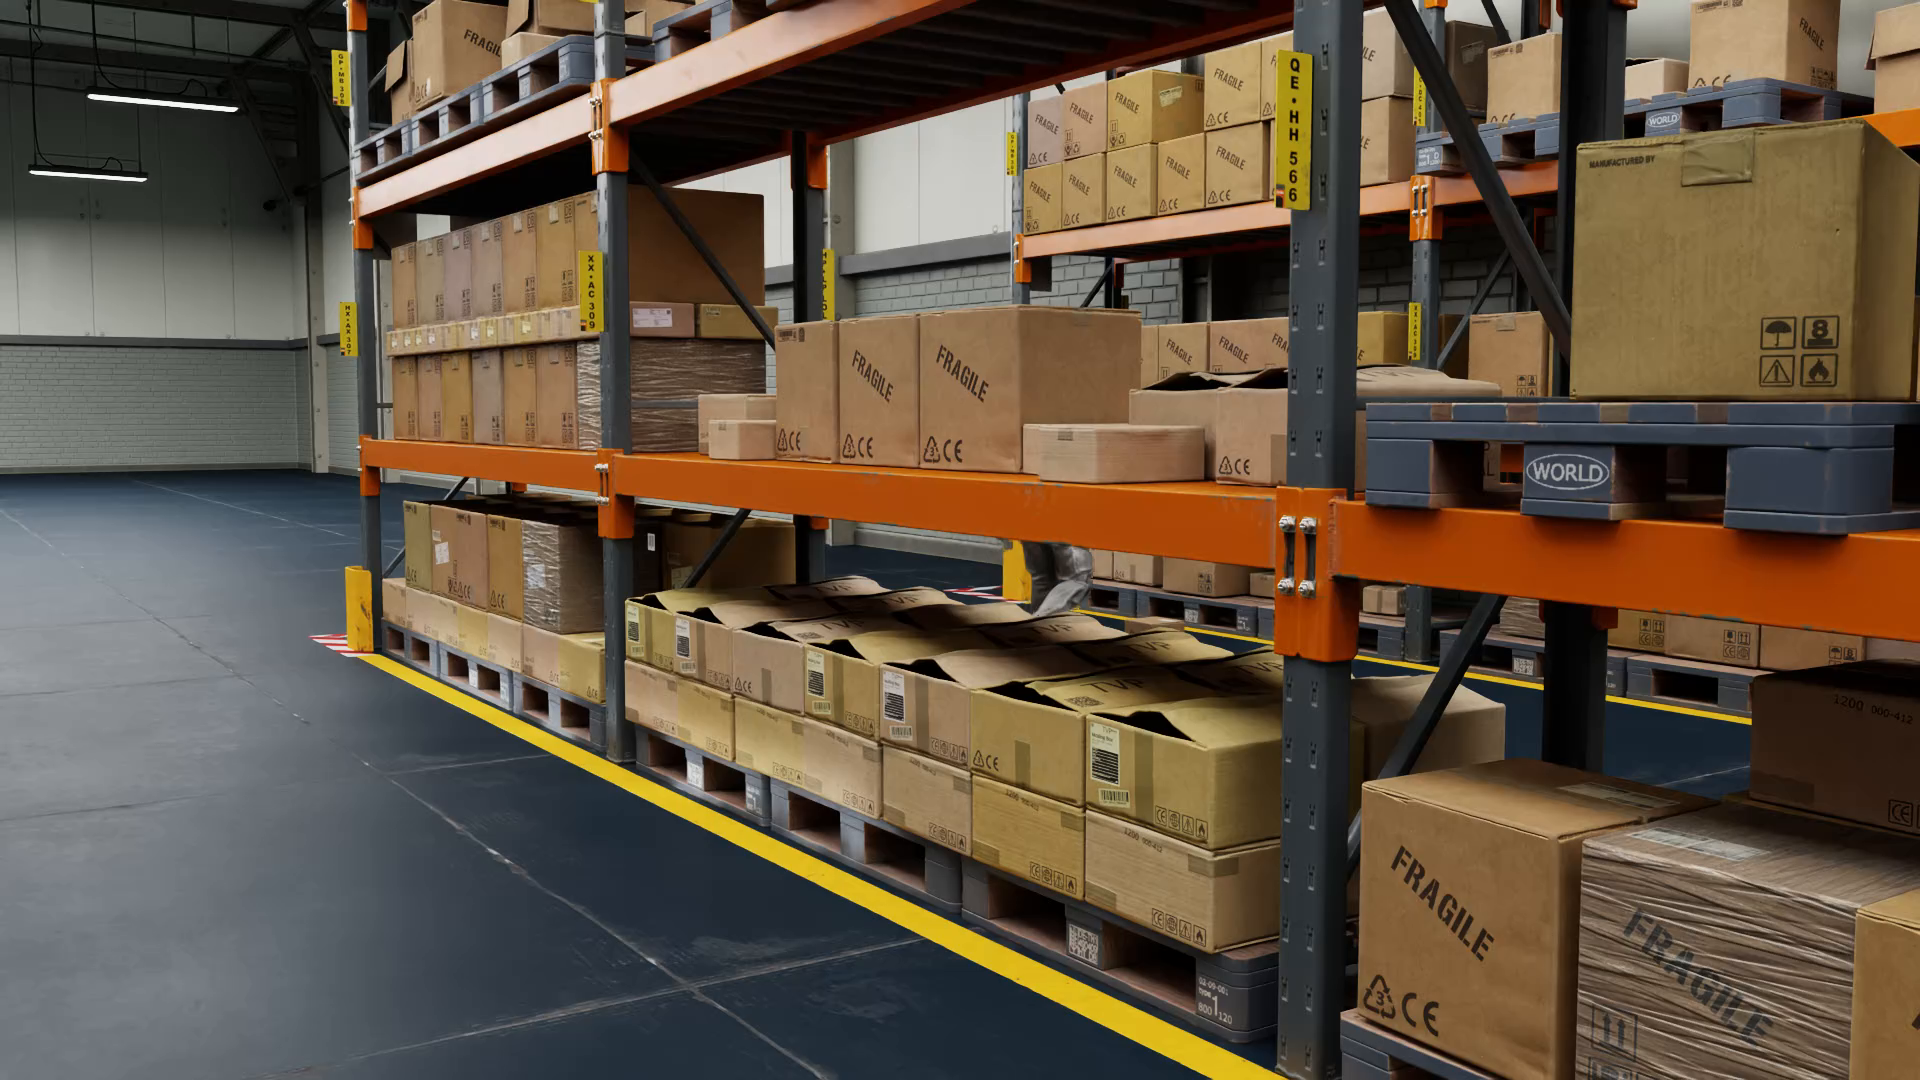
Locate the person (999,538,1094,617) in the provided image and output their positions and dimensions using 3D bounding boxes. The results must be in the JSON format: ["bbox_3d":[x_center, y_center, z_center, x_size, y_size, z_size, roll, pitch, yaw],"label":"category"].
[{"bbox_3d":[0.499,-0.132,9.176,0.592,1.774,0.779,3,5,30],"label":"person"}]
